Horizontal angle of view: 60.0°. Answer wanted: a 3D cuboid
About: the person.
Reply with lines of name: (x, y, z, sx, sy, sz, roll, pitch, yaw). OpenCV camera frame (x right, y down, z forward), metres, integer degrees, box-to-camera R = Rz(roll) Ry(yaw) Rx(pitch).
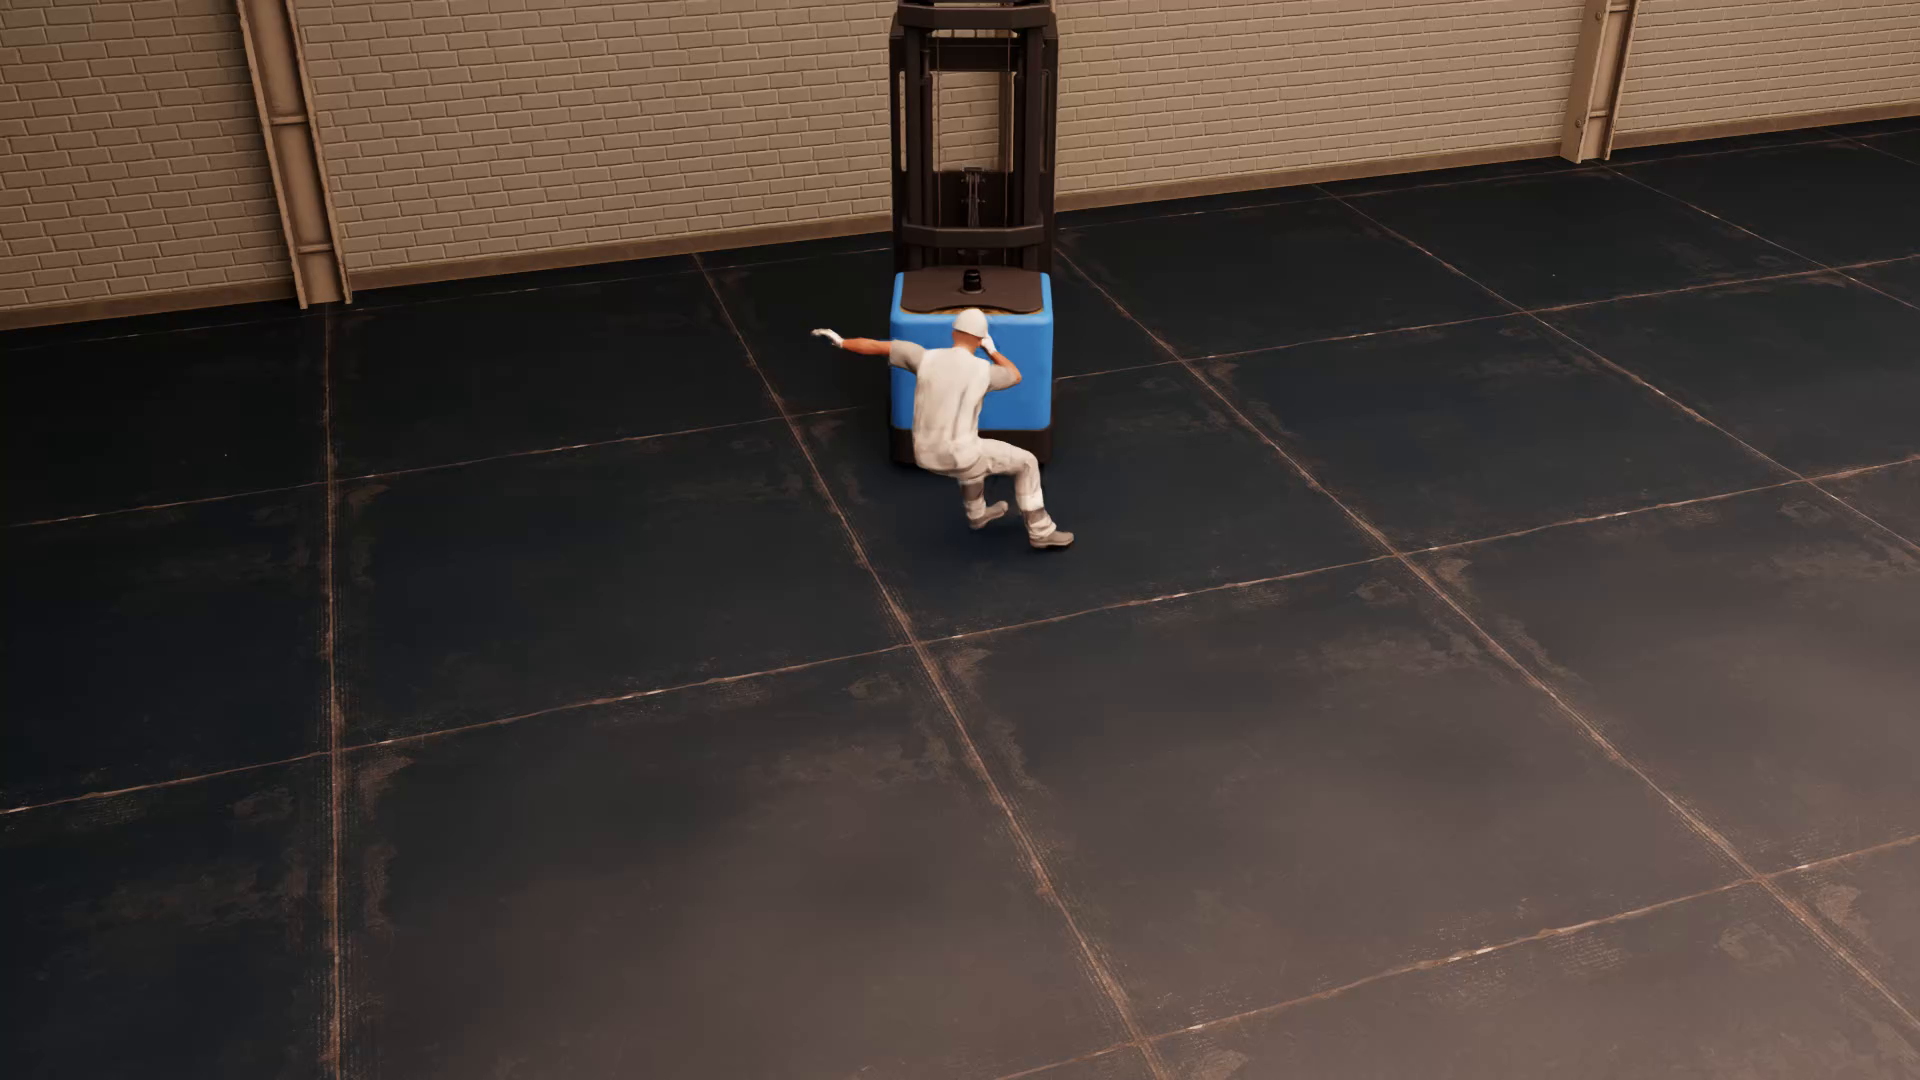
person: (-0.098, -0.660, 9.680, 1.499, 1.464, 0.741, 11, 32, 19)

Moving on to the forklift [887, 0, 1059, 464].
forklift: (0.091, -2.458, 11.359, 1.130, 2.935, 3.031, 0, 30, 1)
